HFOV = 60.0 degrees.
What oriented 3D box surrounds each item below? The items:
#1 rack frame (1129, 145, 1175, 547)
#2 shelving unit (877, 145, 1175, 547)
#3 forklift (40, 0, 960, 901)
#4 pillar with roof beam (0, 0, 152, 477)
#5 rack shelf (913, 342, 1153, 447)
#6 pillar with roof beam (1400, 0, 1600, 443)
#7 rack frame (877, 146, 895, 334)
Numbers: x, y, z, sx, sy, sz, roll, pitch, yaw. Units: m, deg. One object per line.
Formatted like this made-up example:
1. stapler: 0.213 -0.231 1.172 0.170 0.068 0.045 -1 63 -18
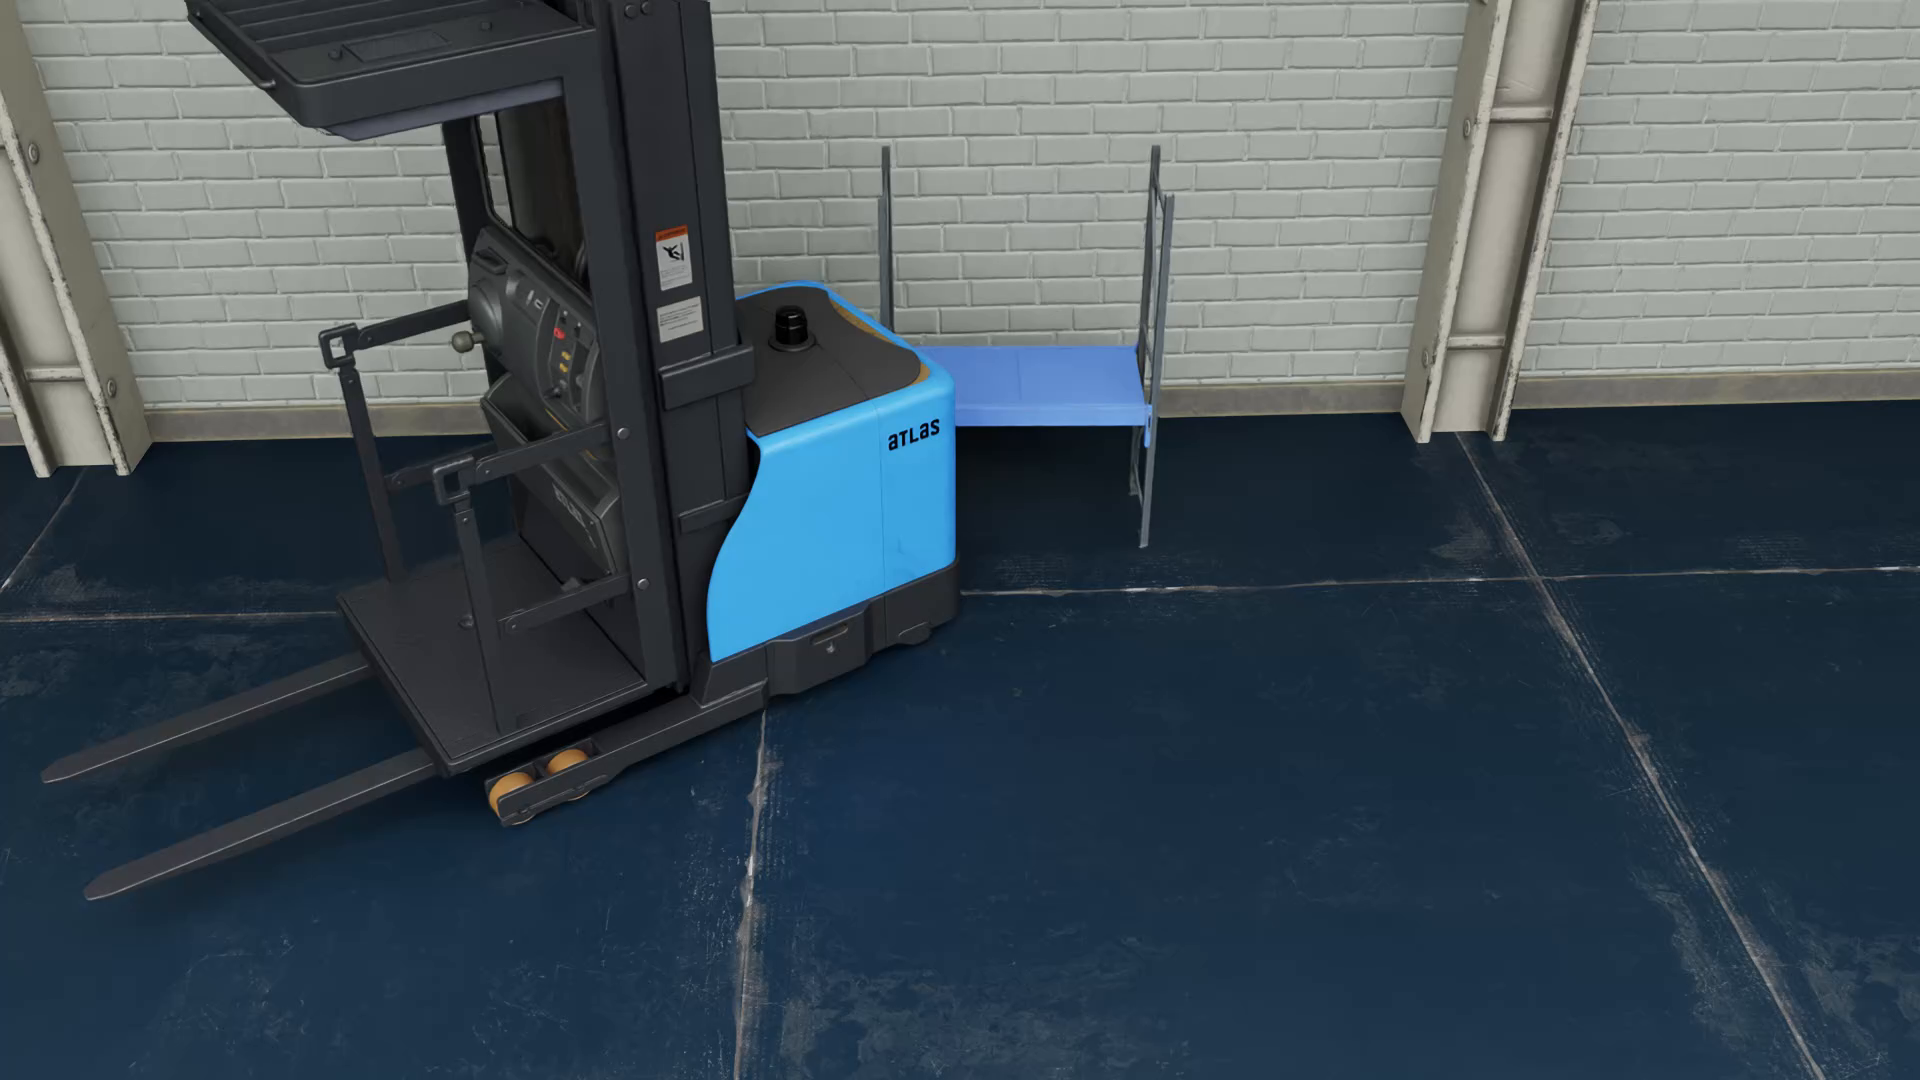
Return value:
1. rack frame: 0.739 -0.729 6.486 0.032 1.500 0.500 0 35 0
2. shelving unit: 0.231 -0.727 6.483 1.048 1.500 0.538 0 35 0
3. forklift: -1.498 -0.624 5.076 3.031 2.935 1.130 -22 40 -28
4. pillar with roof beam: -3.573 -1.615 1.177 0.400 9.000 9.100 -2 35 -2
5. rack shelf: 0.231 -0.579 6.585 1.000 0.185 0.538 0 35 0
6. pillar with roof beam: 2.421 -1.777 1.410 0.400 9.000 9.100 -2 35 -2
7. rack frame: -0.277 -0.725 6.479 0.032 1.500 0.500 0 35 0
